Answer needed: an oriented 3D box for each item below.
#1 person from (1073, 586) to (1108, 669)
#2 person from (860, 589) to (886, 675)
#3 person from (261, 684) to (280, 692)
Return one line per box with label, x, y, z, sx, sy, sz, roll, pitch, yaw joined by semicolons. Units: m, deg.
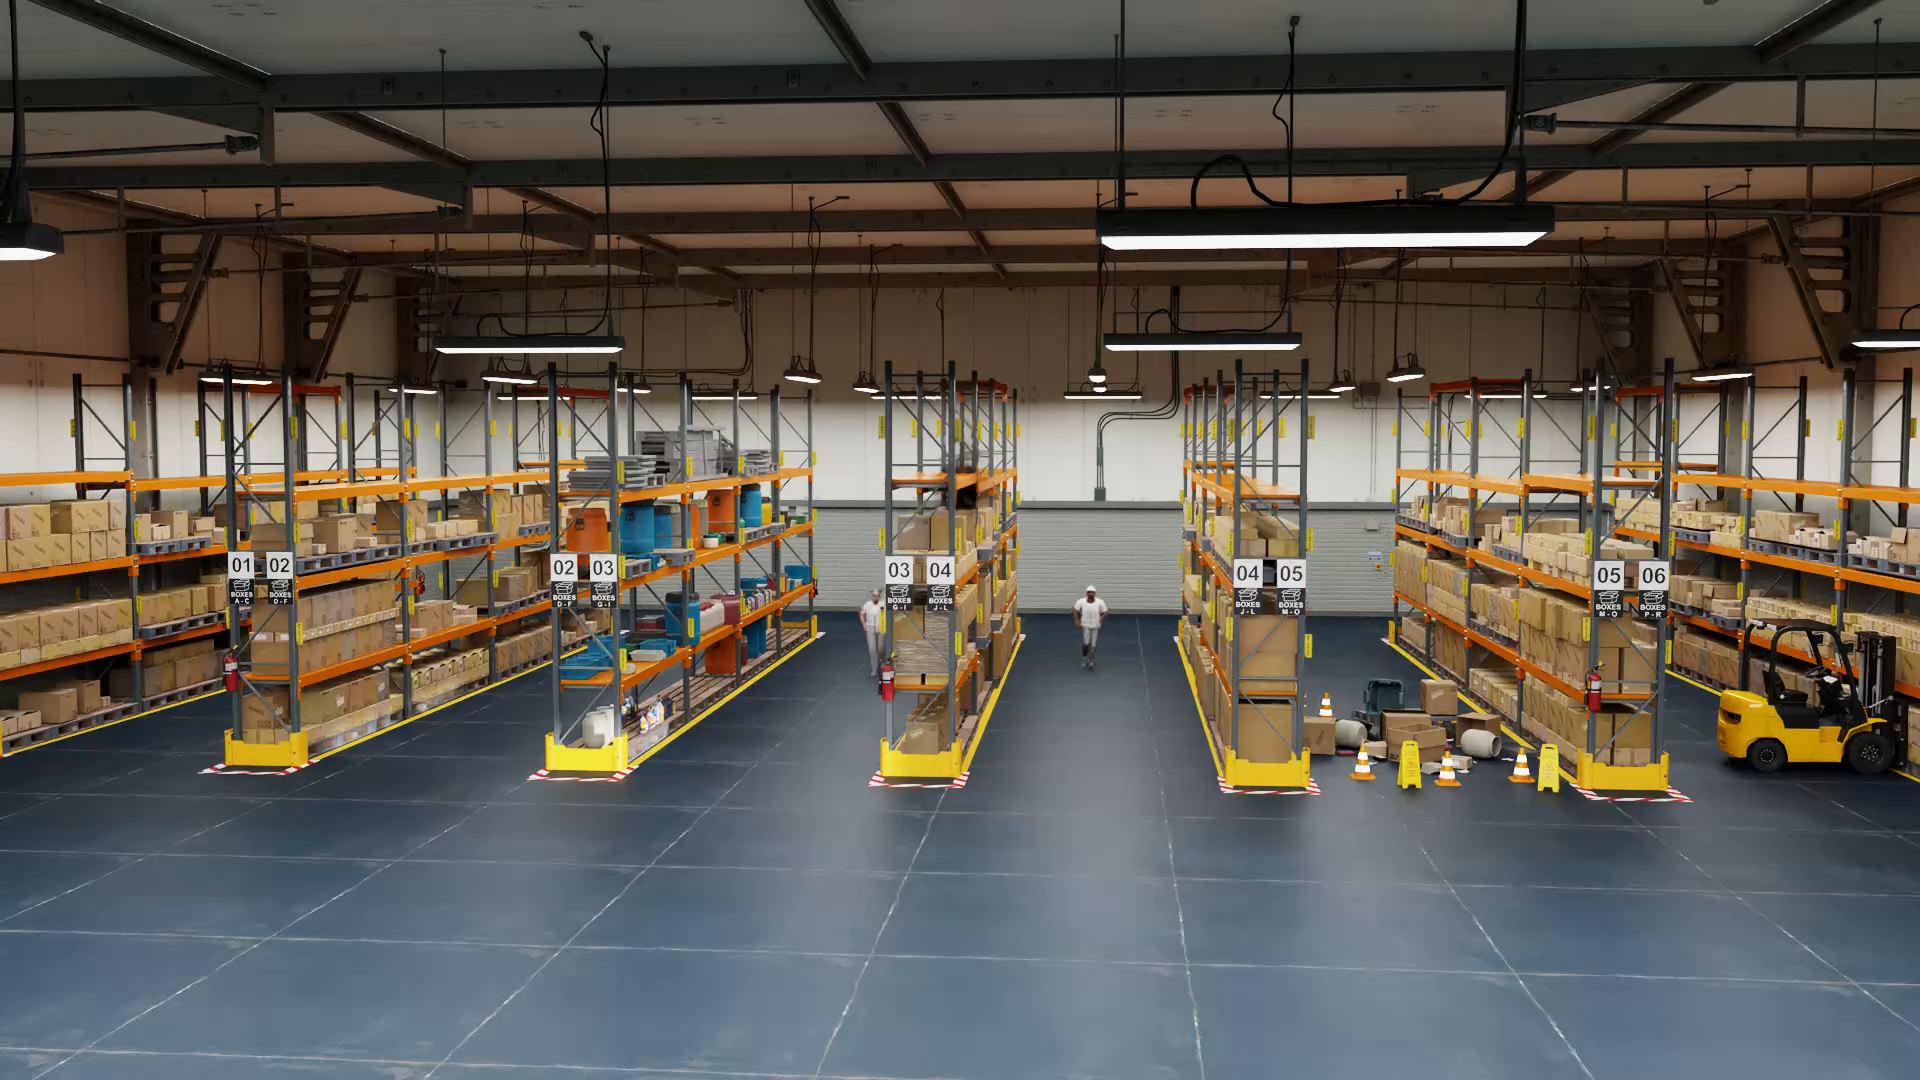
person;2.753;1.833;34.887;0.697;1.753;0.672;0;4;-2
person;-1.745;1.874;34.325;0.672;1.769;0.687;0;4;2
person;-12.091;2.244;29.287;0.549;1.721;0.702;-1;4;-10
